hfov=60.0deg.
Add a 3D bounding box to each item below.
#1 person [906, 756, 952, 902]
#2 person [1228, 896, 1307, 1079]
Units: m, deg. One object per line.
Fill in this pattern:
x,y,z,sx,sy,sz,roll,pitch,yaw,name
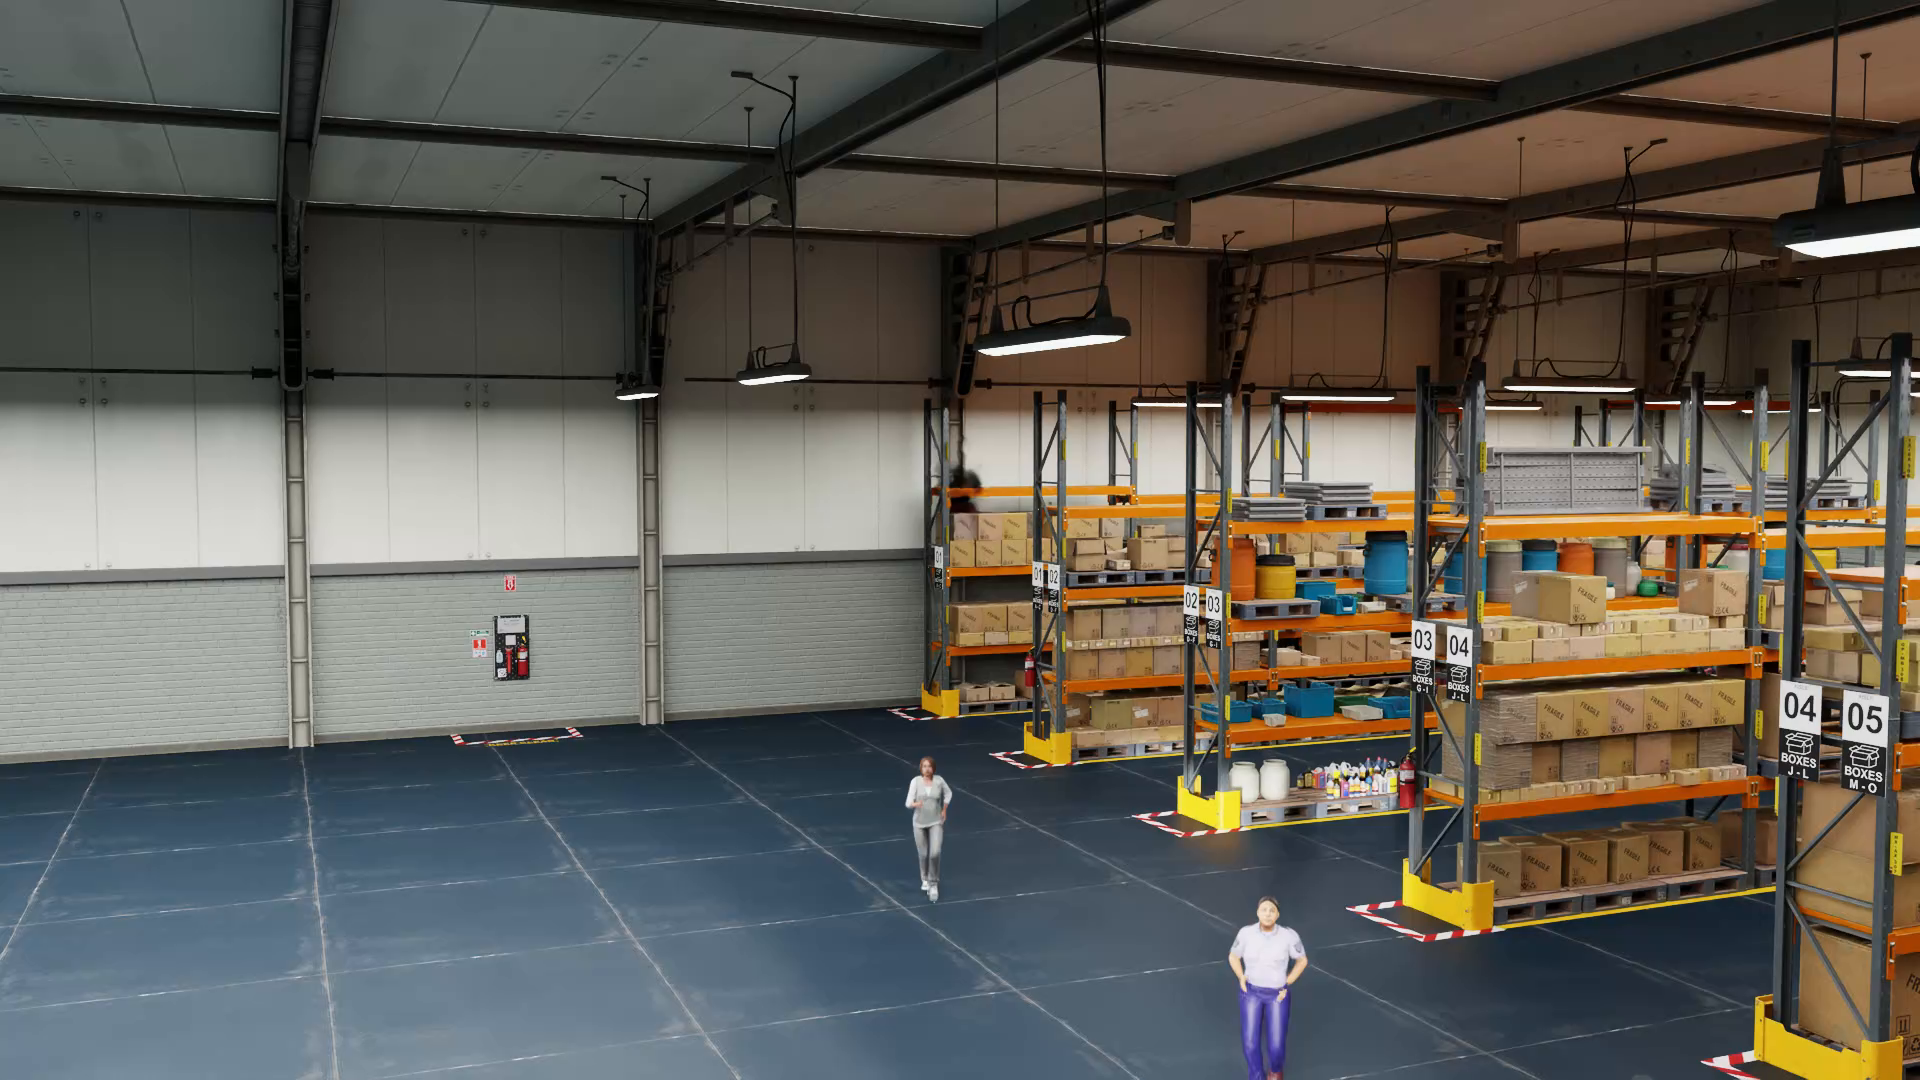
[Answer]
-0.356,3.255,18.816,0.514,1.624,0.660,0,3,2,person
2.408,3.699,13.076,0.610,1.428,0.554,1,3,16,person
